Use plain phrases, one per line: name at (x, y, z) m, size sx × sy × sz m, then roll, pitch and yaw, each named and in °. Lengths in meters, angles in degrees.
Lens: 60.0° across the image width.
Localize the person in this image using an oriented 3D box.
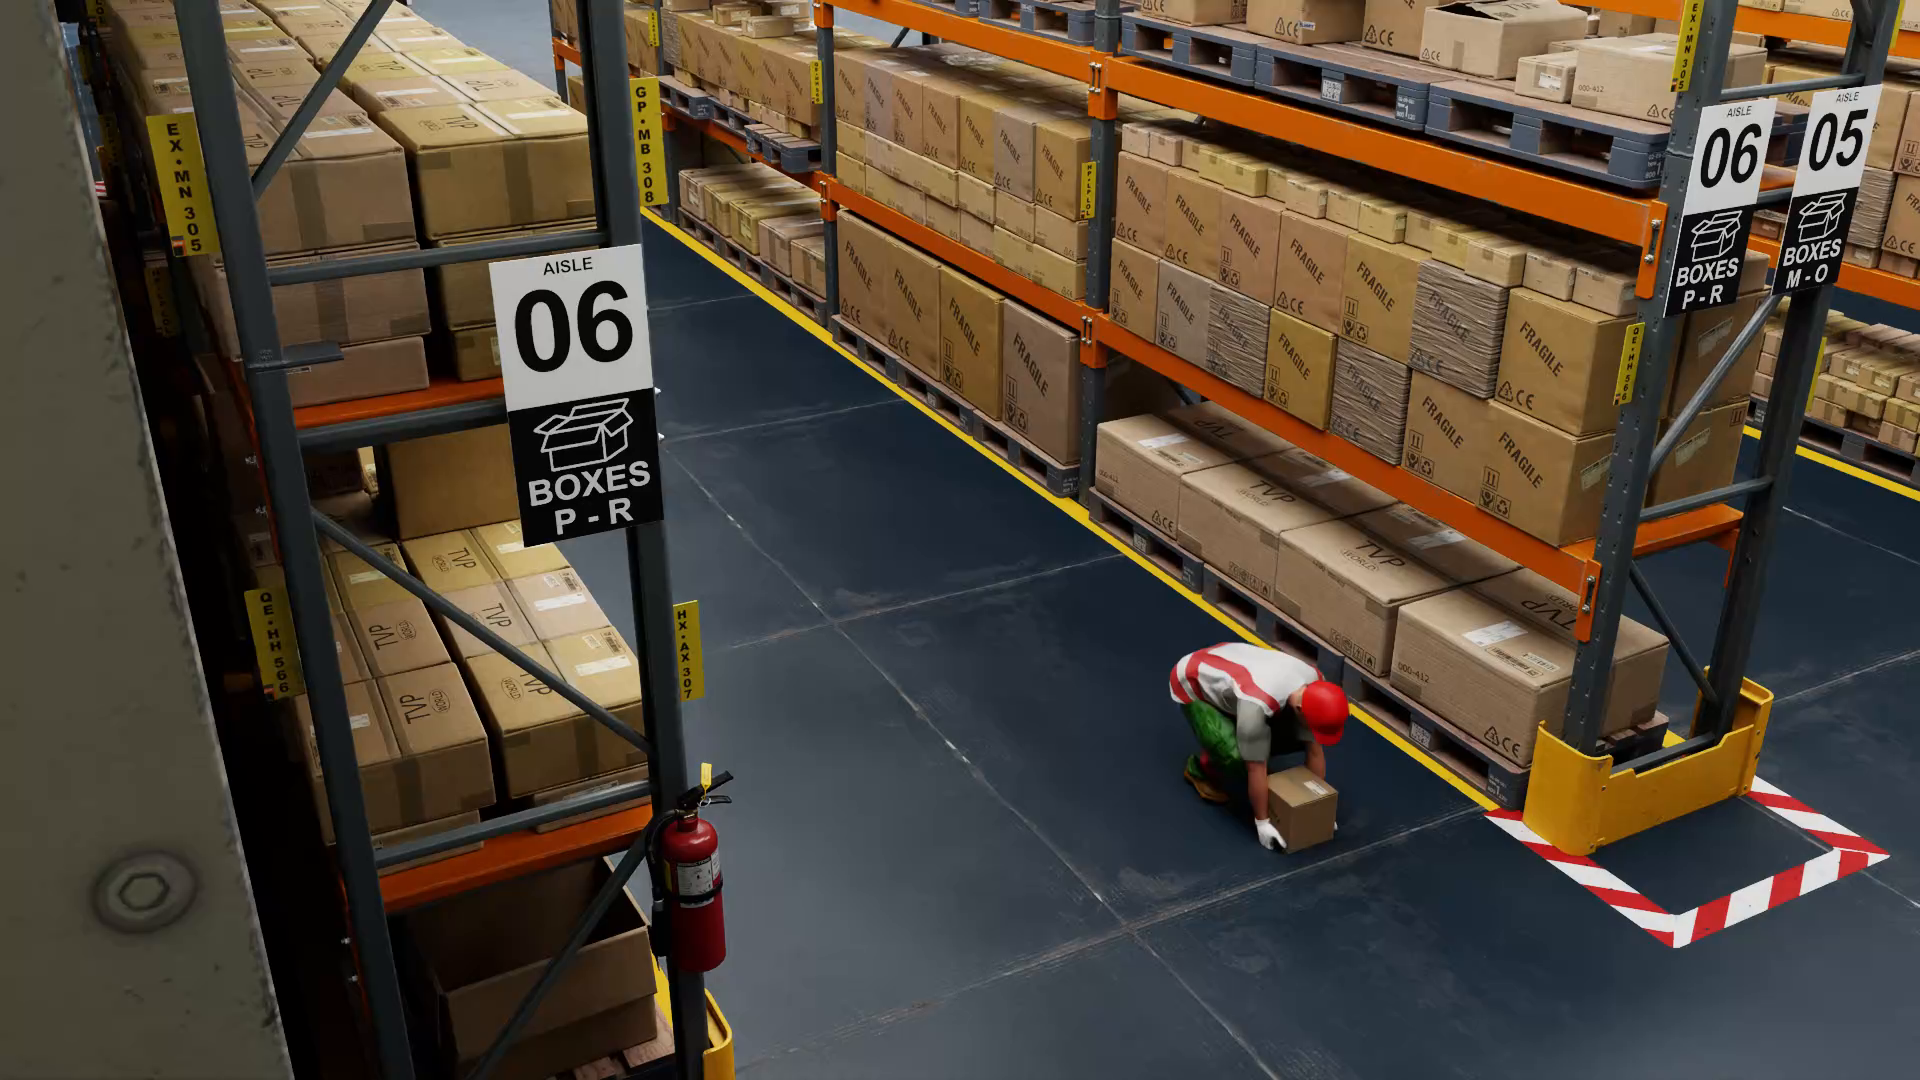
person at (1.344, 0.872, 7.502) m, size 0.532 × 0.844 × 0.938 m, roll -14°, pitch 29°, yaw -28°
